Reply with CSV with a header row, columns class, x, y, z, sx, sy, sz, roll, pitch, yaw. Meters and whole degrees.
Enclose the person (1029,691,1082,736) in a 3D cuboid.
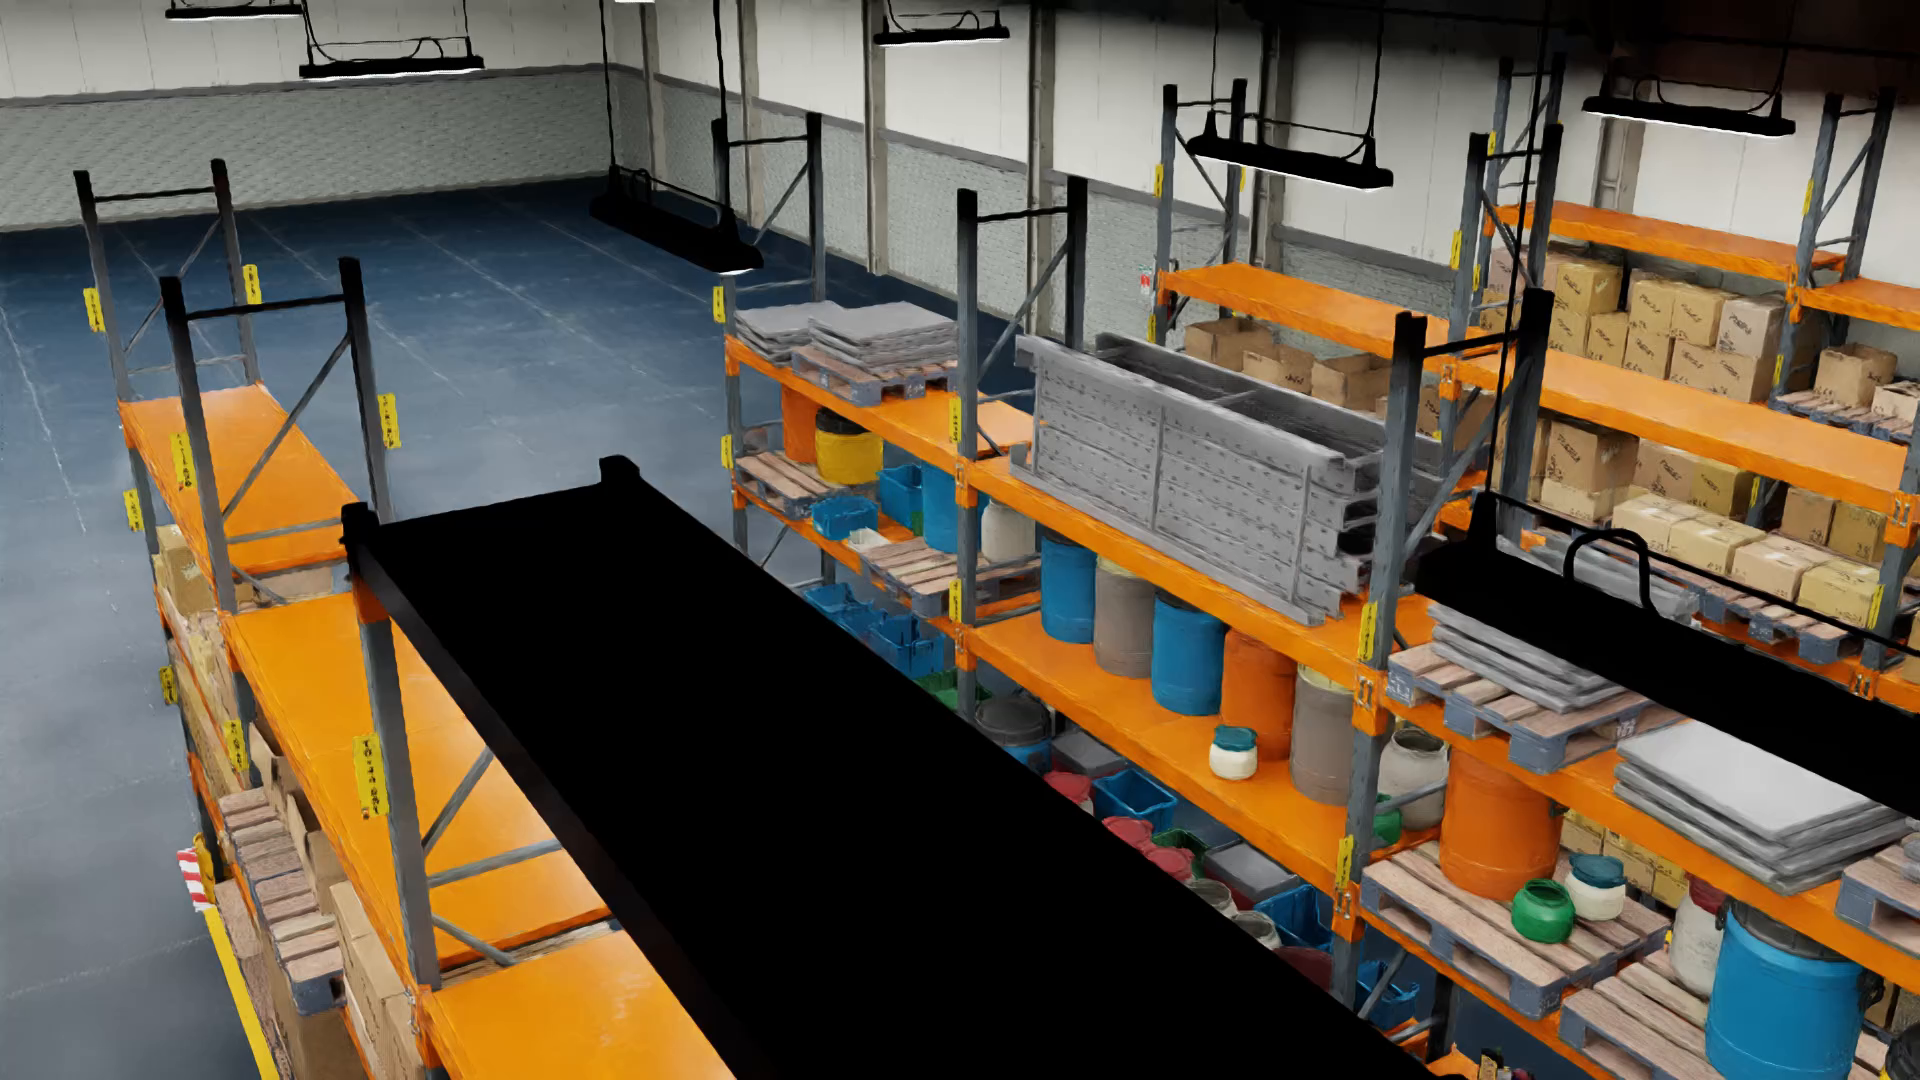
class,x,y,z,sx,sy,sz,roll,pitch,yaw
person,0.908,1.527,15.364,0.457,1.621,0.997,-9,24,-22
